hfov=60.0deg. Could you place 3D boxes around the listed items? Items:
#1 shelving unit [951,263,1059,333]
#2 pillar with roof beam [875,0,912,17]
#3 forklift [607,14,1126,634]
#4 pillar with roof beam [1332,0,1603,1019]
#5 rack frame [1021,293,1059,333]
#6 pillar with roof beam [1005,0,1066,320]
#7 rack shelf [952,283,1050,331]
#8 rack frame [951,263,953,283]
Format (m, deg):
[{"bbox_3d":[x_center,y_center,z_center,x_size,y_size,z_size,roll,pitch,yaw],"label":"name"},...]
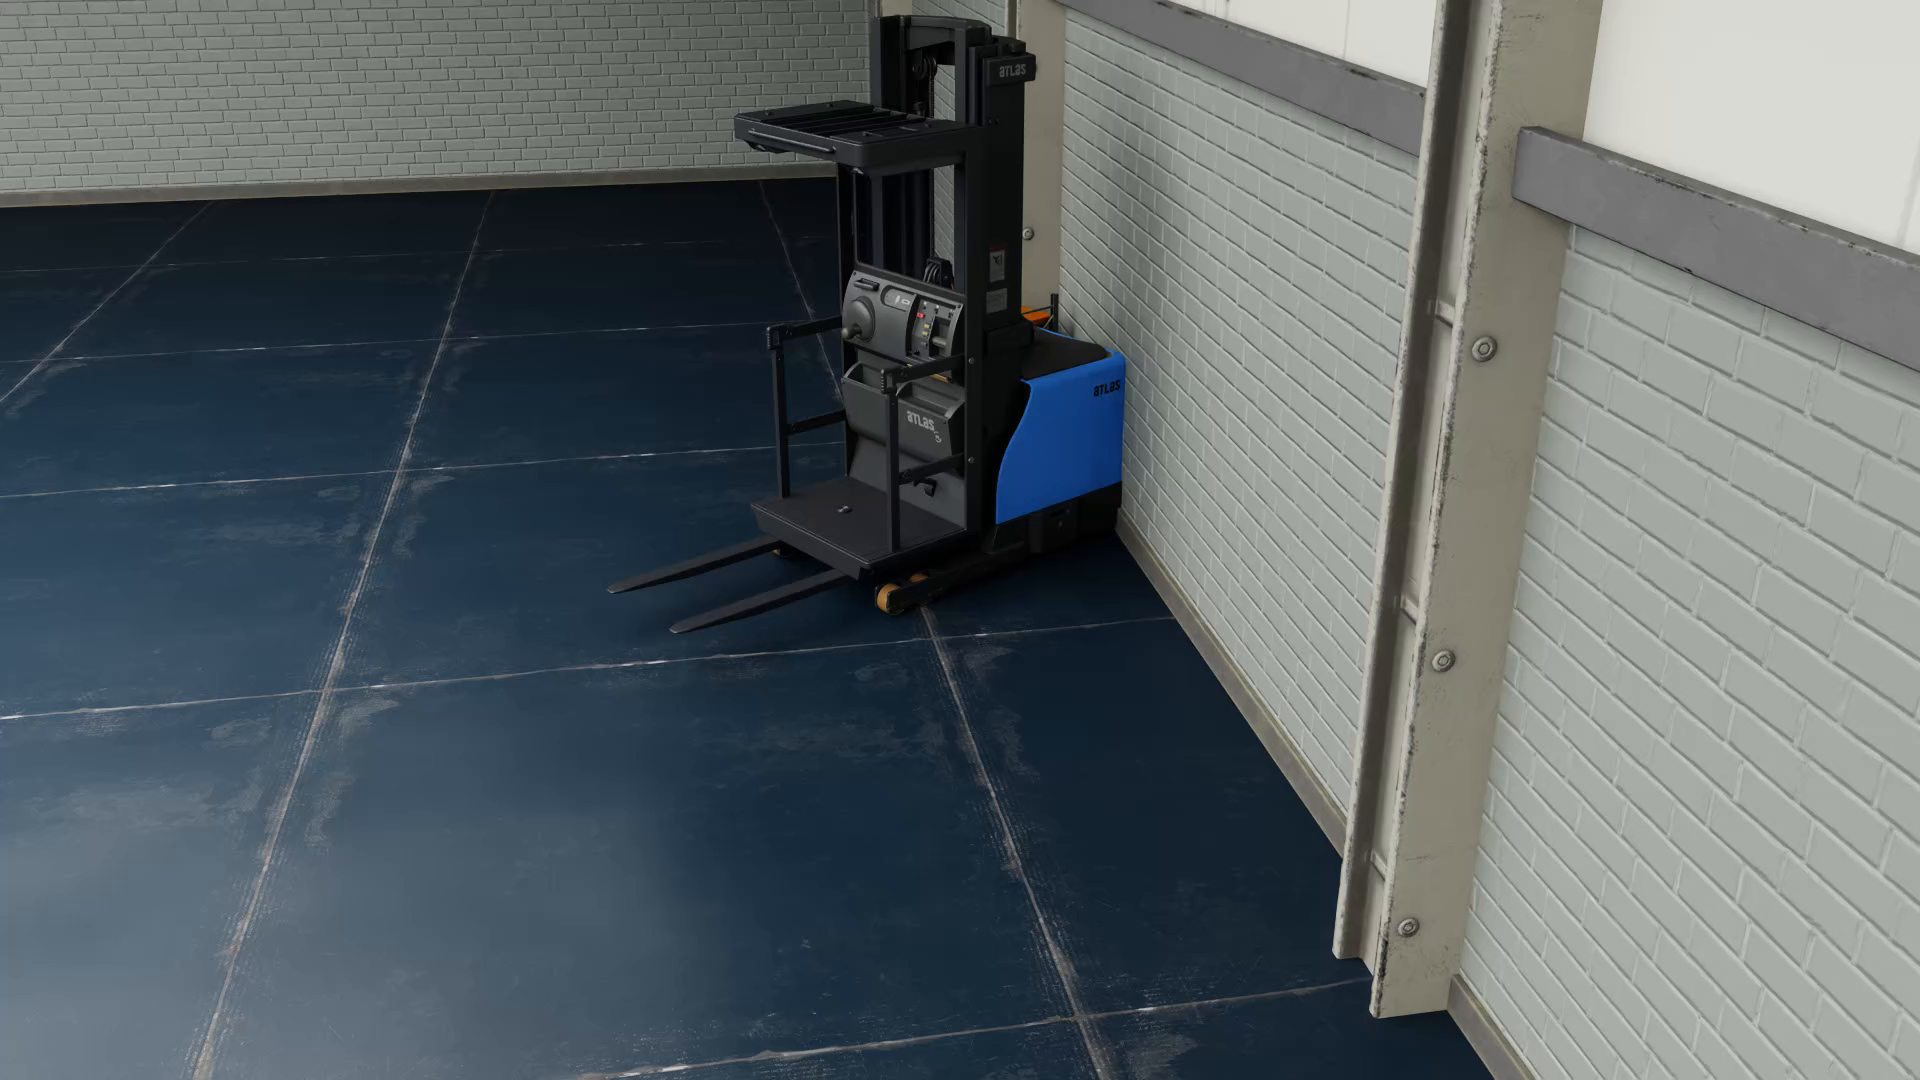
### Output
[{"bbox_3d":[0.091,-1.132,10.936,0.538,1.125,1.048,-19,30,-37],"label":"shelving unit"},{"bbox_3d":[-4.868,-6.923,14.358,9.100,9.000,0.400,-4,24,-10],"label":"pillar with roof beam"},{"bbox_3d":[-0.470,-1.180,8.790,3.031,2.935,1.130,-19,30,-37],"label":"forklift"},{"bbox_3d":[-2.649,-2.203,3.551,9.100,9.000,0.400,-4,24,-10],"label":"pillar with roof beam"},{"bbox_3d":[0.425,-0.979,10.585,0.500,1.125,0.032,-19,30,-37],"label":"rack frame"},{"bbox_3d":[-3.759,-4.563,8.954,9.100,9.000,0.400,-4,24,-10],"label":"pillar with roof beam"},{"bbox_3d":[0.091,-1.400,10.819,0.538,0.278,1.000,-19,30,-37],"label":"rack shelf"},{"bbox_3d":[-0.243,-1.285,11.287,0.500,1.125,0.032,-19,30,-37],"label":"rack frame"}]
